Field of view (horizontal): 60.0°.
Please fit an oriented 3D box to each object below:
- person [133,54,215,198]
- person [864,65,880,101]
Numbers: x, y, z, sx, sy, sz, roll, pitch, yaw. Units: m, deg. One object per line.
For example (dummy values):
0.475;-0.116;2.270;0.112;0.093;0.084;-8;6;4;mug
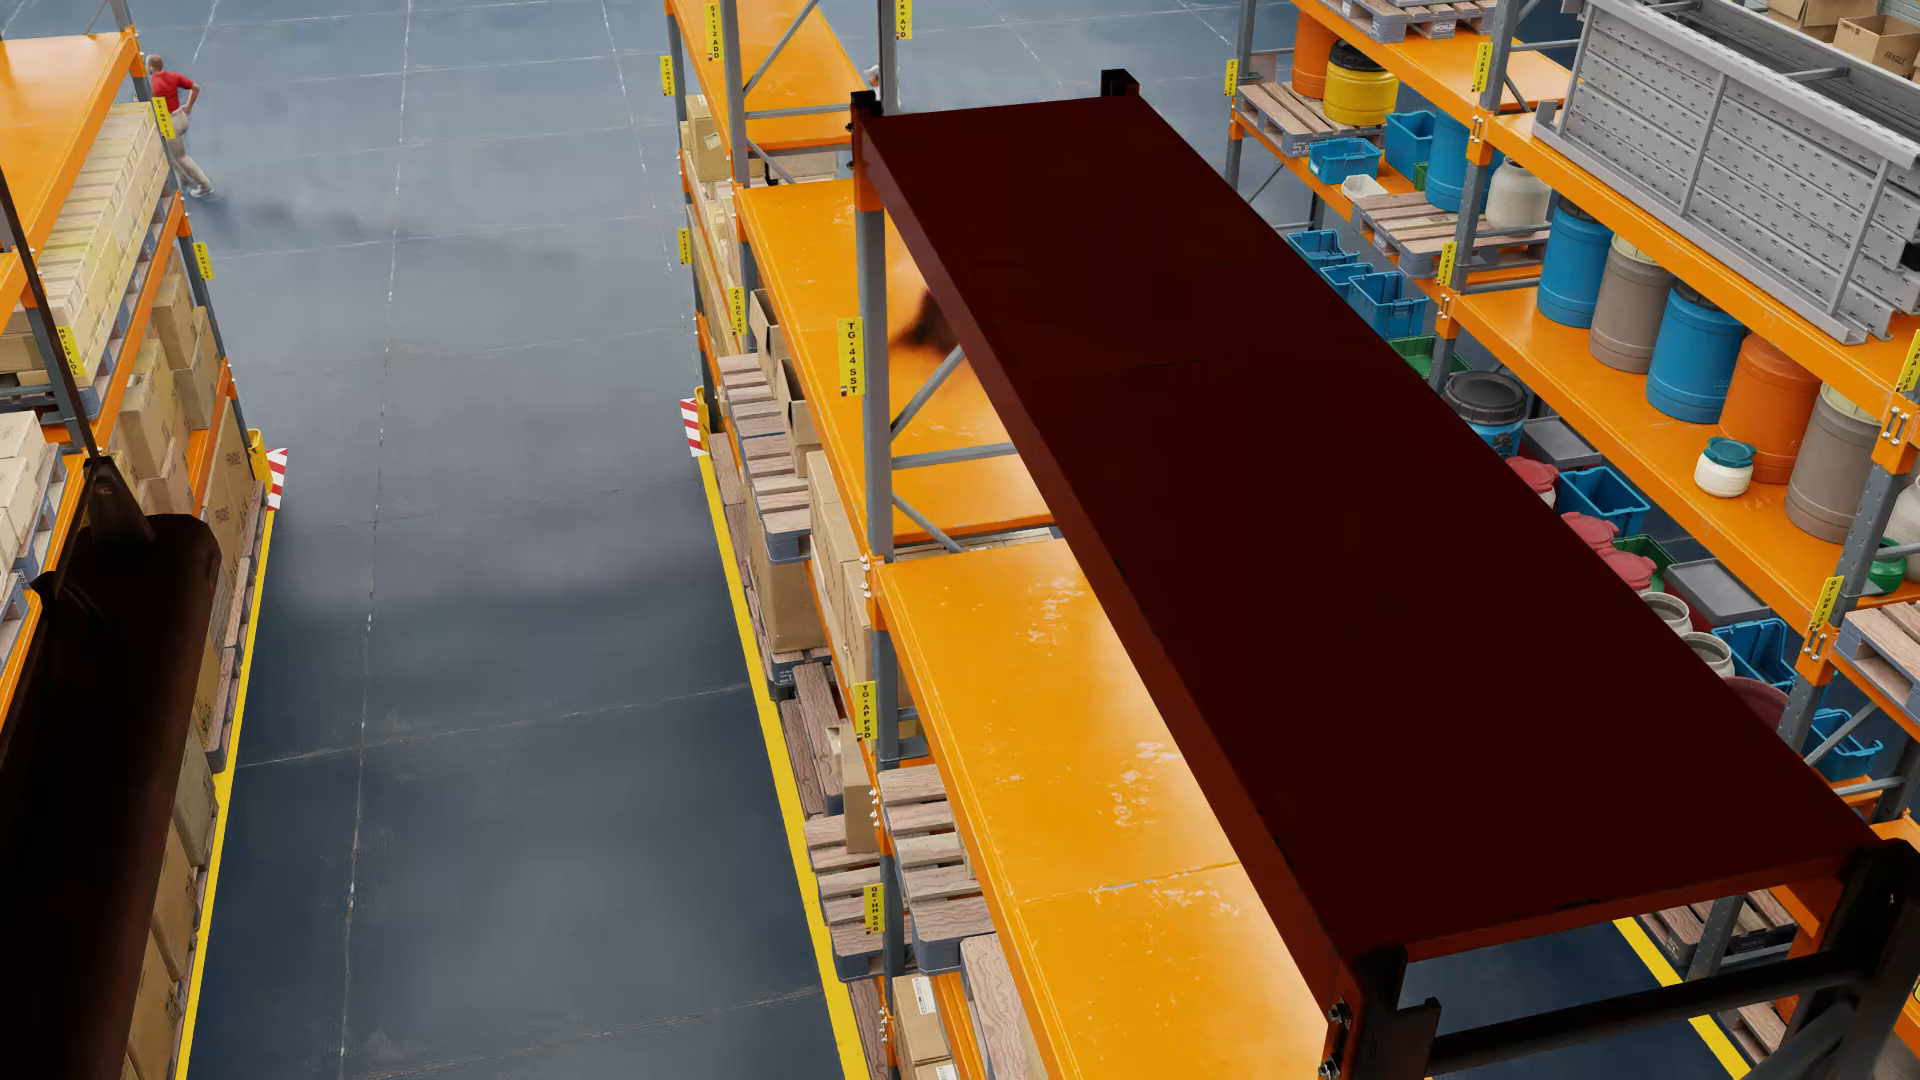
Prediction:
-9.329;-4.864;19.695;0.768;1.796;0.631;5;35;7;person
-0.928;-4.742;19.519;0.886;1.689;0.602;4;35;5;person
